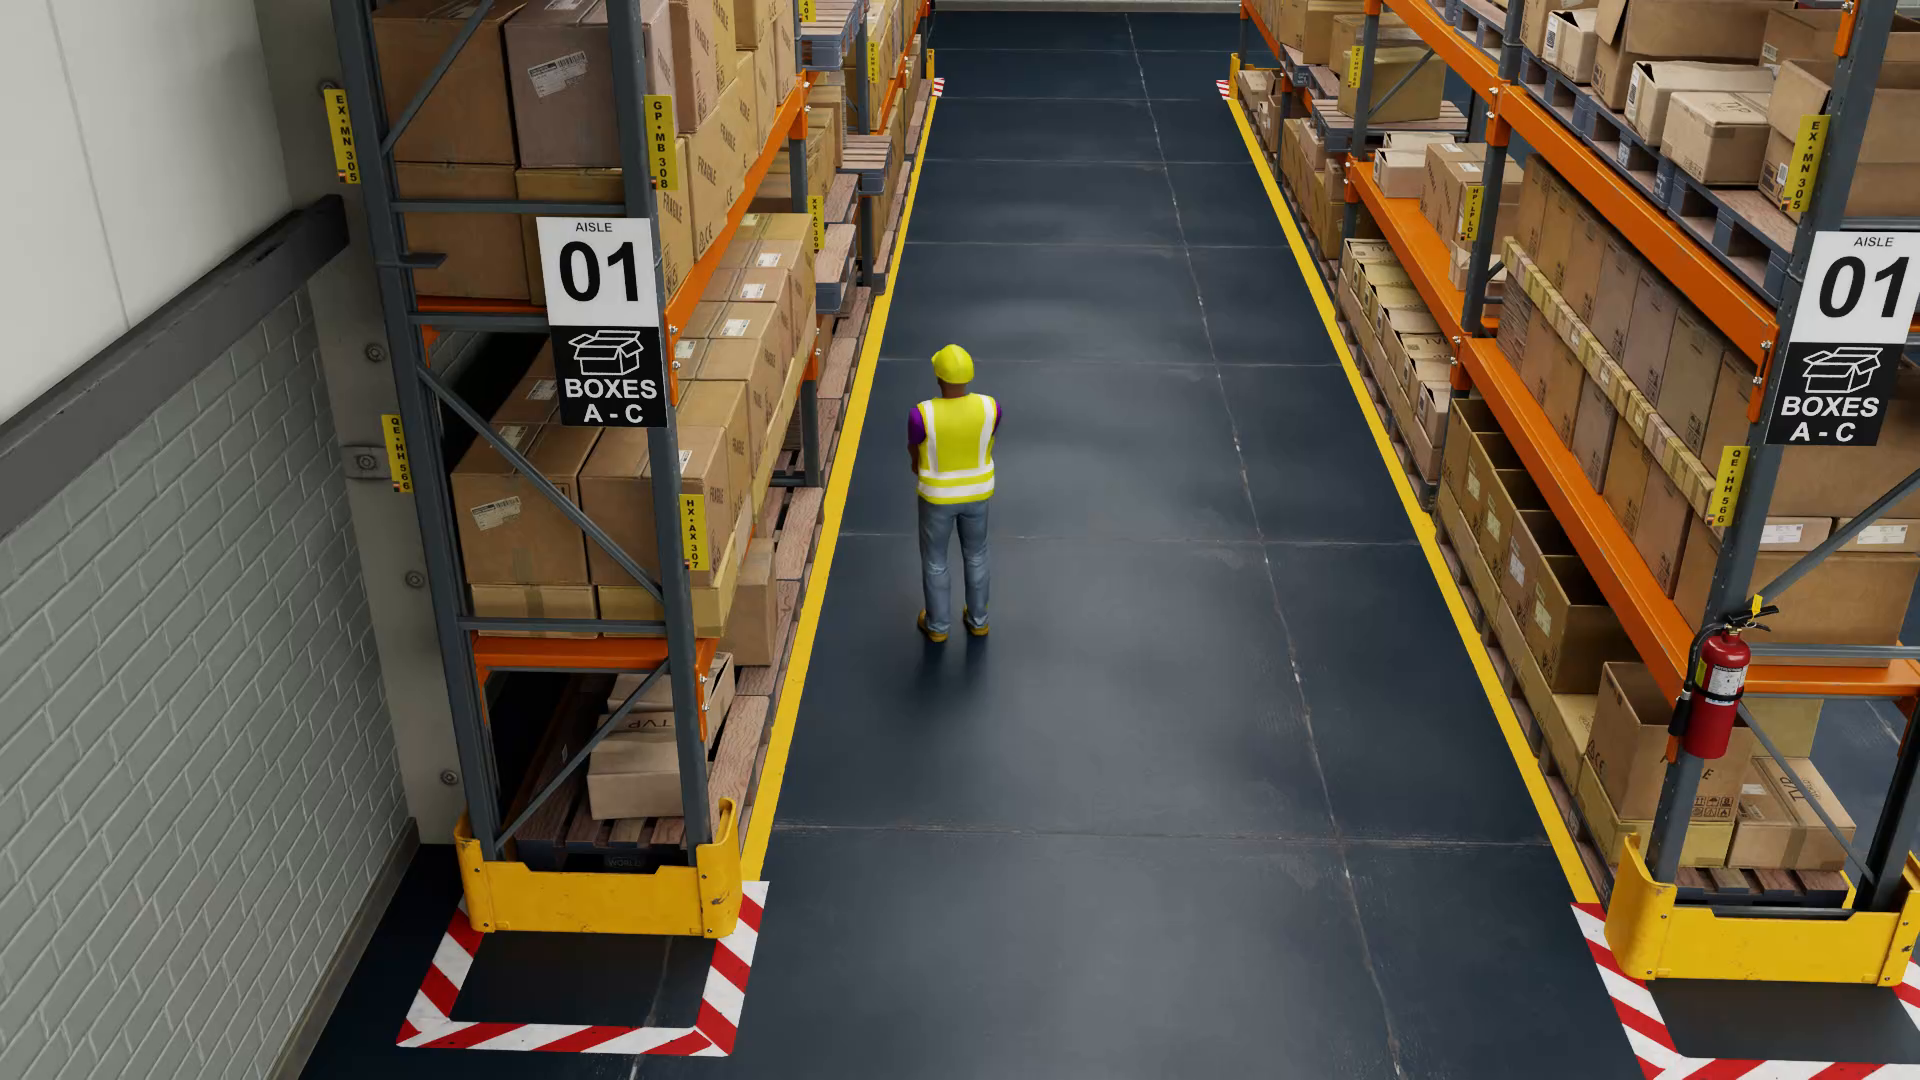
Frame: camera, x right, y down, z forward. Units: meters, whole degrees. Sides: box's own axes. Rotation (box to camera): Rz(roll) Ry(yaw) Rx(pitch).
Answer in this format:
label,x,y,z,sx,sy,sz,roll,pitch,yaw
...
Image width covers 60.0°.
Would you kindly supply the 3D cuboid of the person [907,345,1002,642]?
label,x,y,z,sx,sy,sz,roll,pitch,yaw
person,-0.062,-0.297,9.166,0.502,1.760,0.577,-7,29,-13
